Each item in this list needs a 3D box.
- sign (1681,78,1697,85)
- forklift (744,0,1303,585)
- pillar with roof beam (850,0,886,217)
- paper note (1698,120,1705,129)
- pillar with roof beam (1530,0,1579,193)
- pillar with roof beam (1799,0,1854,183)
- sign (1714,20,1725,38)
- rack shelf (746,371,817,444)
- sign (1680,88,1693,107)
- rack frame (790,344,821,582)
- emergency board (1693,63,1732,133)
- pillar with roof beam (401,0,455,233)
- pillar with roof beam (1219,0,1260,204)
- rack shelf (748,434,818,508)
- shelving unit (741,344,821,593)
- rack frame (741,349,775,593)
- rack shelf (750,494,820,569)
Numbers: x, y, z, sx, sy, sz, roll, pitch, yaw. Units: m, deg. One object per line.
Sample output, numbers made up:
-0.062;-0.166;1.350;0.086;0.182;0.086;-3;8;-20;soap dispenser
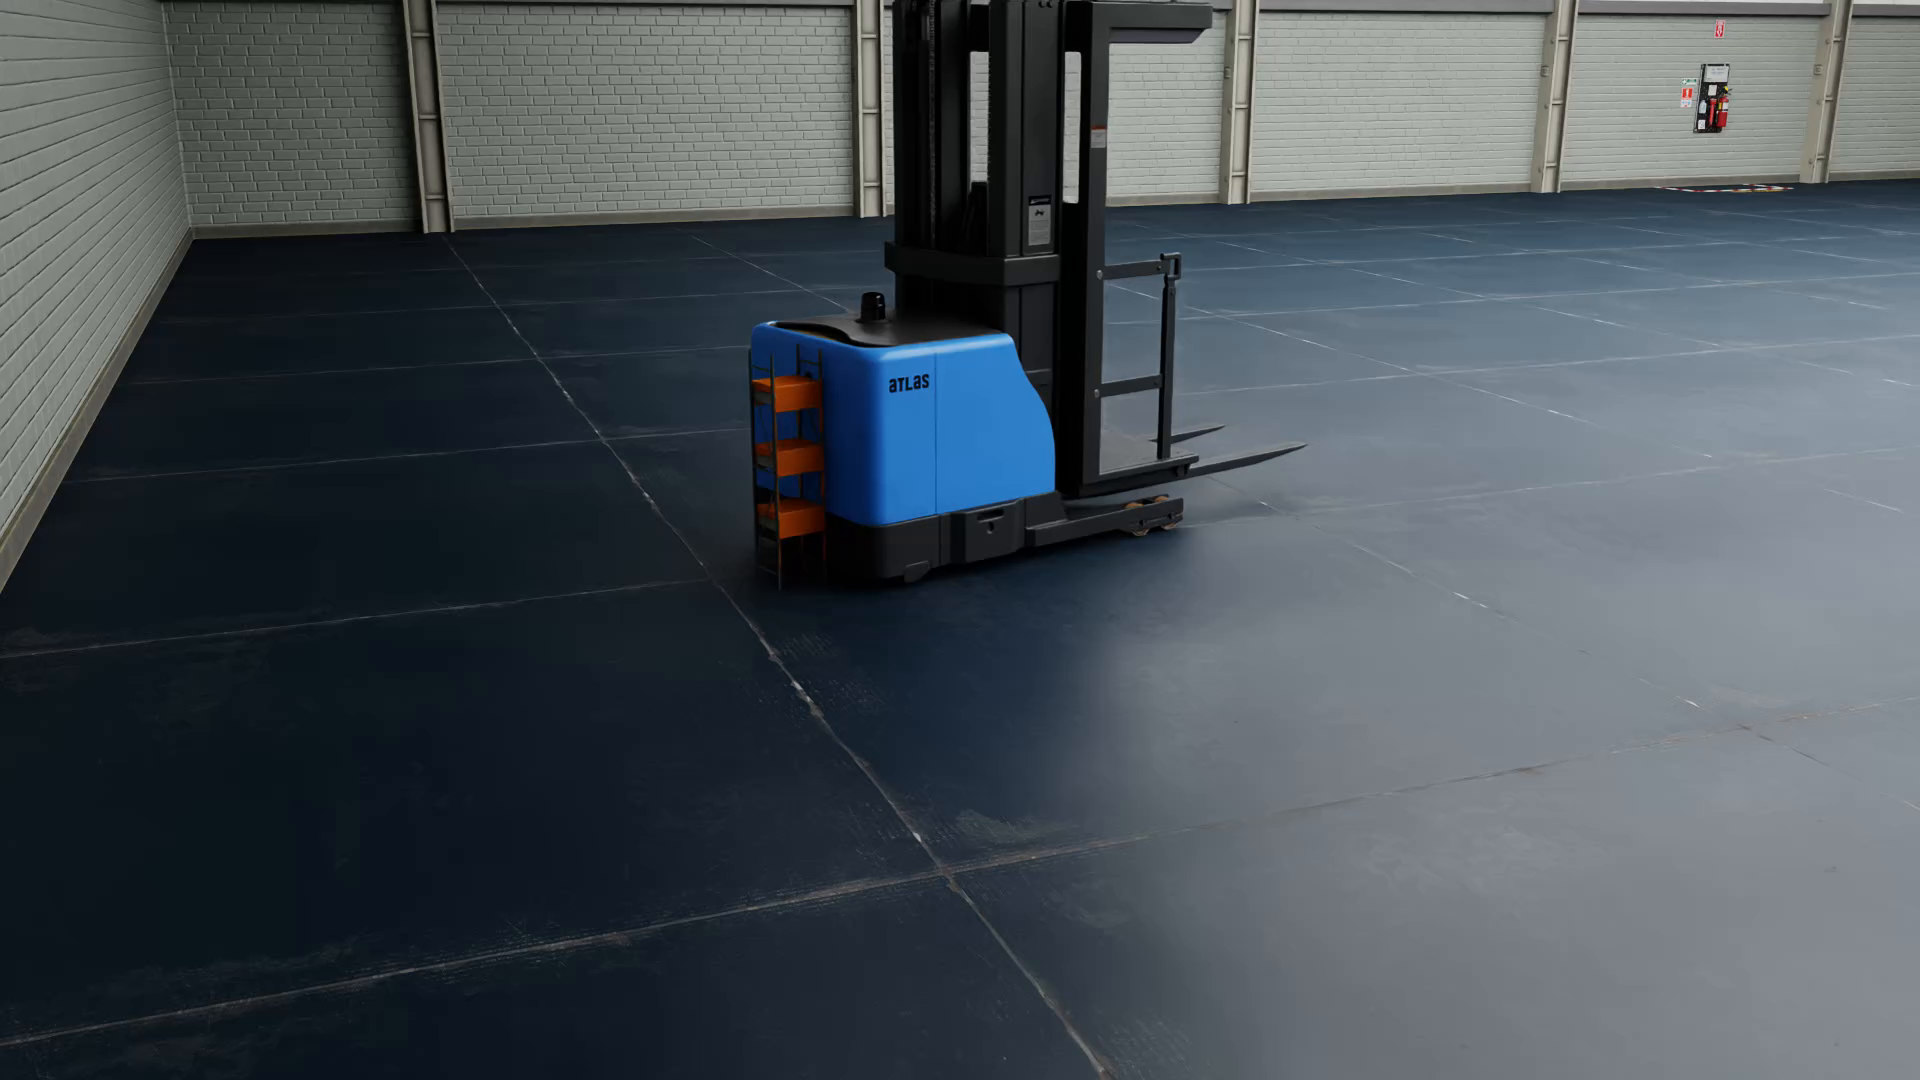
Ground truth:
12.641;-7.944;28.822;0.331;0.109;0.001;-6;17;-20;sign
0.466;-1.523;8.083;3.031;2.935;1.130;-12;20;-36;forklift
0.241;-7.873;18.937;0.400;9.000;9.100;-6;17;-20;pillar with roof beam
12.997;-7.280;29.130;0.142;0.148;0.016;-6;17;-20;paper note
11.446;-9.083;23.057;0.400;9.000;9.100;-6;17;-20;pillar with roof beam
17.049;-9.688;25.117;0.400;9.000;9.100;-6;17;-20;pillar with roof beam
13.144;-8.840;28.765;0.199;0.298;0.001;-6;17;-20;sign
-0.782;-0.578;7.235;0.240;0.259;0.215;-12;20;-36;rack shelf
12.634;-7.691;28.903;0.234;0.329;0.001;-6;17;-20;sign
-0.686;-0.337;7.383;0.008;1.050;0.200;-12;20;-36;rack frame
13.187;-7.703;29.005;0.643;1.169;0.194;-6;17;-20;emergency board
-5.362;-7.268;16.877;0.400;9.000;9.100;-6;17;-20;pillar with roof beam
5.843;-8.478;20.997;0.400;9.000;9.100;-6;17;-20;pillar with roof beam
-0.782;-0.306;7.315;0.240;0.259;0.215;-12;20;-36;rack shelf
-0.782;-0.316;7.312;0.252;1.050;0.215;-12;20;-36;shelving unit
-0.879;-0.295;7.240;0.008;1.050;0.200;-12;20;-36;rack frame
-0.782;-0.039;7.393;0.240;0.259;0.215;-12;20;-36;rack shelf
